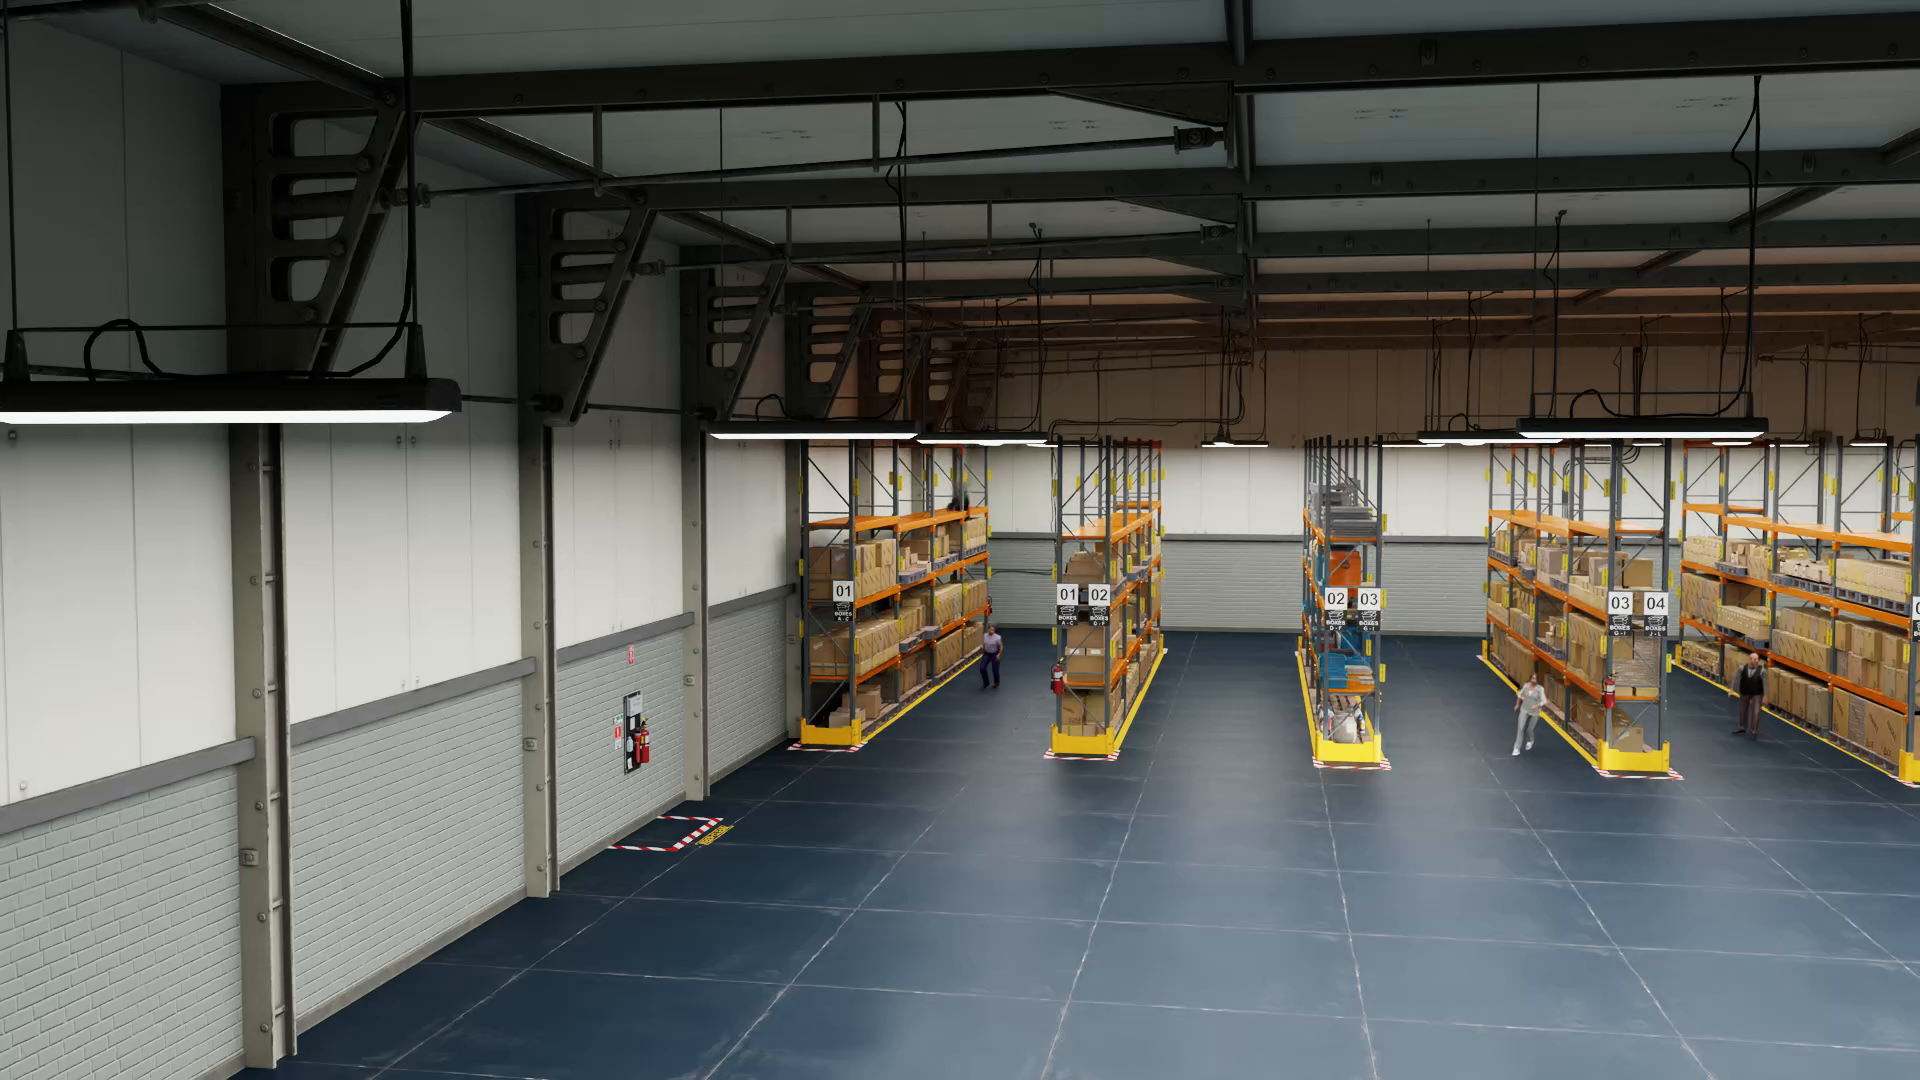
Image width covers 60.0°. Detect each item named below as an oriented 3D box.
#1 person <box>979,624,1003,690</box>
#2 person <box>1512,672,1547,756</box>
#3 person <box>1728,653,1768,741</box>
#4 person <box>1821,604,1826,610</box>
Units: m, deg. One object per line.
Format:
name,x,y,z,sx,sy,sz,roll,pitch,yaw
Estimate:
person,0.786,2.787,39.808,0.586,1.601,0.750,1,3,17
person,10.656,3.224,31.063,0.582,1.534,0.940,2,4,30
person,15.682,3.089,33.072,0.697,1.713,0.762,2,4,39
person,23.589,2.450,45.490,0.793,1.716,0.543,-1,3,-9
